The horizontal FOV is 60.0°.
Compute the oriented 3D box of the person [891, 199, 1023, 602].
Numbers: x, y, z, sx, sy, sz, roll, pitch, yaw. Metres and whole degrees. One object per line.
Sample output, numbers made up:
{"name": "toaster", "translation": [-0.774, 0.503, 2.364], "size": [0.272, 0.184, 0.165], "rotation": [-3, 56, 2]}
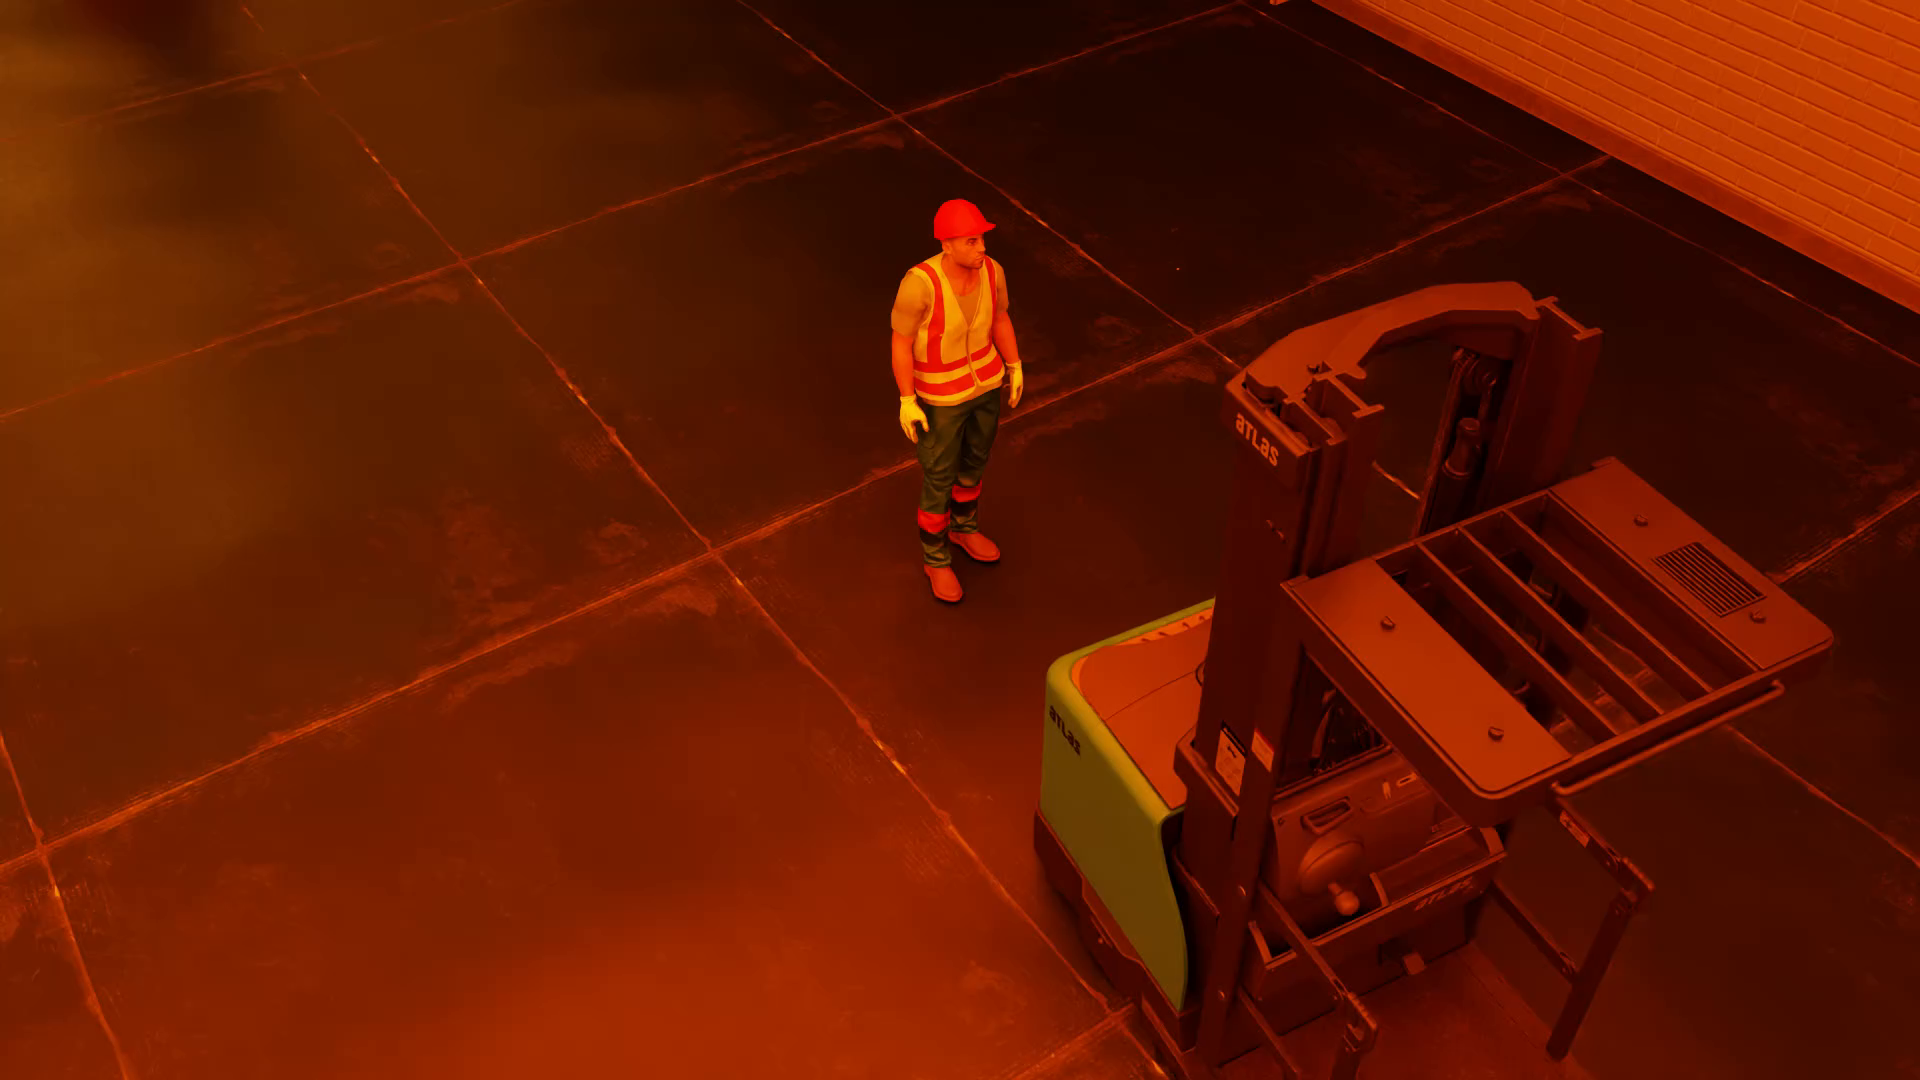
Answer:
{"name": "person", "translation": [0.035, -0.614, 7.214], "size": [0.637, 1.787, 0.564], "rotation": [-25, 48, -25]}

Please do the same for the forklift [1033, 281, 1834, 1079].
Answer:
{"name": "forklift", "translation": [1.408, 0.879, 4.762], "size": [1.130, 2.935, 3.031], "rotation": [-19, 46, -20]}
